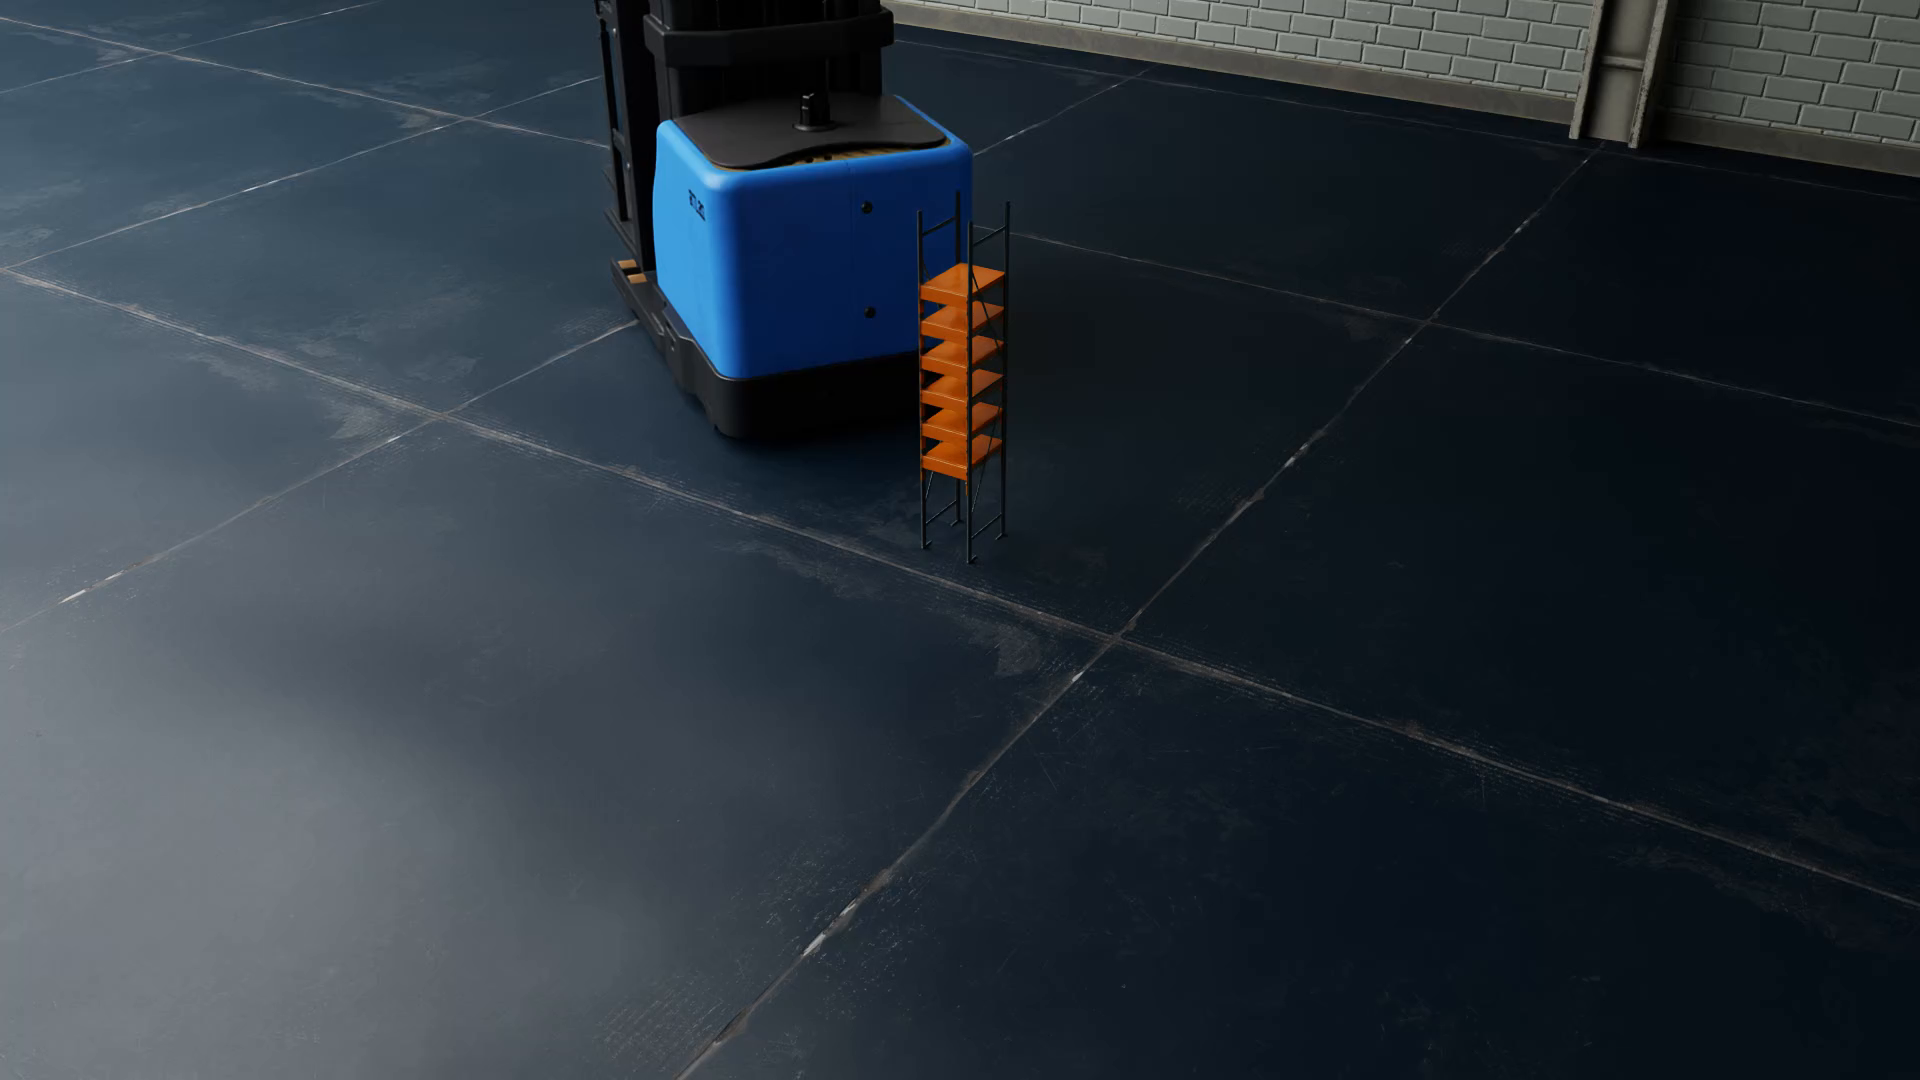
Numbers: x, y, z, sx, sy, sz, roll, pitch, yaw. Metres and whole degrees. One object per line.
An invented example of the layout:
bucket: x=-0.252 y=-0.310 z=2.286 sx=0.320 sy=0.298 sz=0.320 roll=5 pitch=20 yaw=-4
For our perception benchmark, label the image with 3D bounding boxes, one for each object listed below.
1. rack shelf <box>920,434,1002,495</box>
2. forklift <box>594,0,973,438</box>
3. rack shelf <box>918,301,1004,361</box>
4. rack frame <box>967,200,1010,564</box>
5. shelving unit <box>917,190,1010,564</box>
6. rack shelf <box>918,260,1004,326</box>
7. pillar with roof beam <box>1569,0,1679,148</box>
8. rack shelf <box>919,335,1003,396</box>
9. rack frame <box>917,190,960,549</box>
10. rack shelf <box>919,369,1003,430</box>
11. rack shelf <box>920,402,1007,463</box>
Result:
rack shelf: x=0.012 y=-0.269 z=5.584 sx=0.180 sy=0.103 sz=0.258 roll=18 pitch=35 yaw=27
forklift: x=-0.965 y=-2.376 z=6.915 sx=1.130 sy=2.935 sz=3.031 roll=-12 pitch=32 yaw=-19
rack shelf: x=0.012 y=-0.683 z=5.342 sx=0.180 sy=0.103 sz=0.258 roll=18 pitch=35 yaw=27
rack frame: x=0.090 y=-0.490 z=5.399 sx=0.006 sy=1.200 sz=0.240 roll=18 pitch=35 yaw=27
shelving unit: x=0.012 y=-0.514 z=5.441 sx=0.189 sy=1.200 sz=0.258 roll=18 pitch=35 yaw=27
rack shelf: x=0.012 y=-0.787 z=5.282 sx=0.180 sy=0.103 sz=0.258 roll=18 pitch=35 yaw=27
pillar with roof beam: x=1.555 y=-4.437 z=4.426 sx=0.400 sy=9.000 sz=9.100 roll=18 pitch=35 yaw=27
rack shelf: x=0.012 y=-0.580 z=5.403 sx=0.180 sy=0.103 sz=0.258 roll=18 pitch=35 yaw=27
rack frame: x=-0.065 y=-0.539 z=5.483 sx=0.006 sy=1.200 sz=0.240 roll=18 pitch=35 yaw=27
rack shelf: x=0.012 y=-0.476 z=5.463 sx=0.180 sy=0.103 sz=0.258 roll=18 pitch=35 yaw=27
rack shelf: x=0.012 y=-0.372 z=5.524 sx=0.180 sy=0.103 sz=0.258 roll=18 pitch=35 yaw=27
